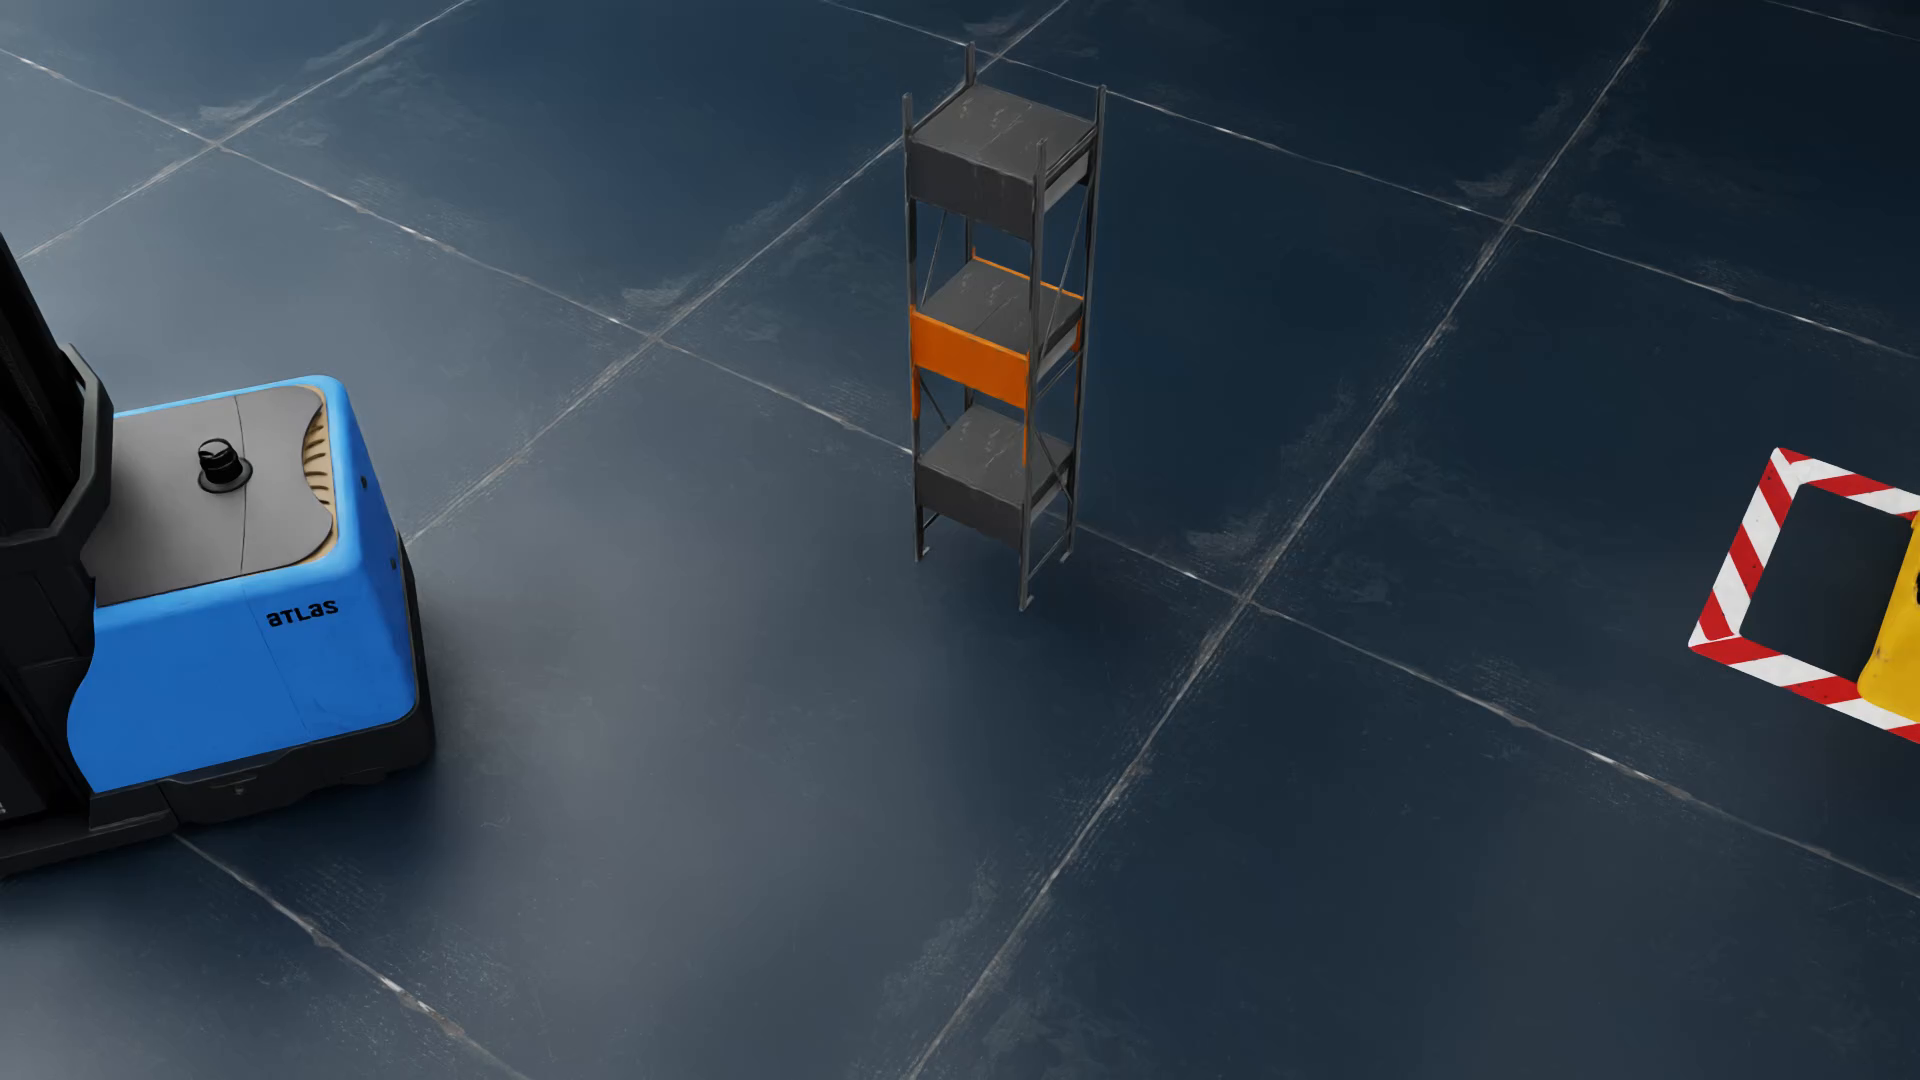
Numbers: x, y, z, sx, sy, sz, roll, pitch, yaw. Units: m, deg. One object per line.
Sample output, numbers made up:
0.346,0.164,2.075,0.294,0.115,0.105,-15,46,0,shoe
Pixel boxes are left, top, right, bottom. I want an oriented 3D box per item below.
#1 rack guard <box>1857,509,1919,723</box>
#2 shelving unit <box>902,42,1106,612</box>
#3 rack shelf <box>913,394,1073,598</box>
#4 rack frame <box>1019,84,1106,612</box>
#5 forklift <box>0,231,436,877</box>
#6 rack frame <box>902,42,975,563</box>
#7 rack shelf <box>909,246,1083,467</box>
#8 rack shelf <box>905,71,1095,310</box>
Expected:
3.783,0.120,6.285,0.348,0.500,1.175,25,51,22,rack guard
0.139,-0.668,5.935,0.503,2.100,0.431,25,51,22,shelving unit
0.139,-0.170,6.446,0.480,0.518,0.431,25,51,22,rack shelf
0.345,-0.573,5.843,0.015,2.100,0.400,25,51,22,rack frame
-3.451,-0.213,4.913,3.031,2.935,1.130,-13,47,-13,forklift
-0.066,-0.762,6.026,0.015,2.100,0.400,25,51,22,rack frame
0.139,-0.658,5.944,0.480,0.518,0.431,25,51,22,rack shelf
0.139,-1.146,5.442,0.480,0.518,0.431,25,51,22,rack shelf
